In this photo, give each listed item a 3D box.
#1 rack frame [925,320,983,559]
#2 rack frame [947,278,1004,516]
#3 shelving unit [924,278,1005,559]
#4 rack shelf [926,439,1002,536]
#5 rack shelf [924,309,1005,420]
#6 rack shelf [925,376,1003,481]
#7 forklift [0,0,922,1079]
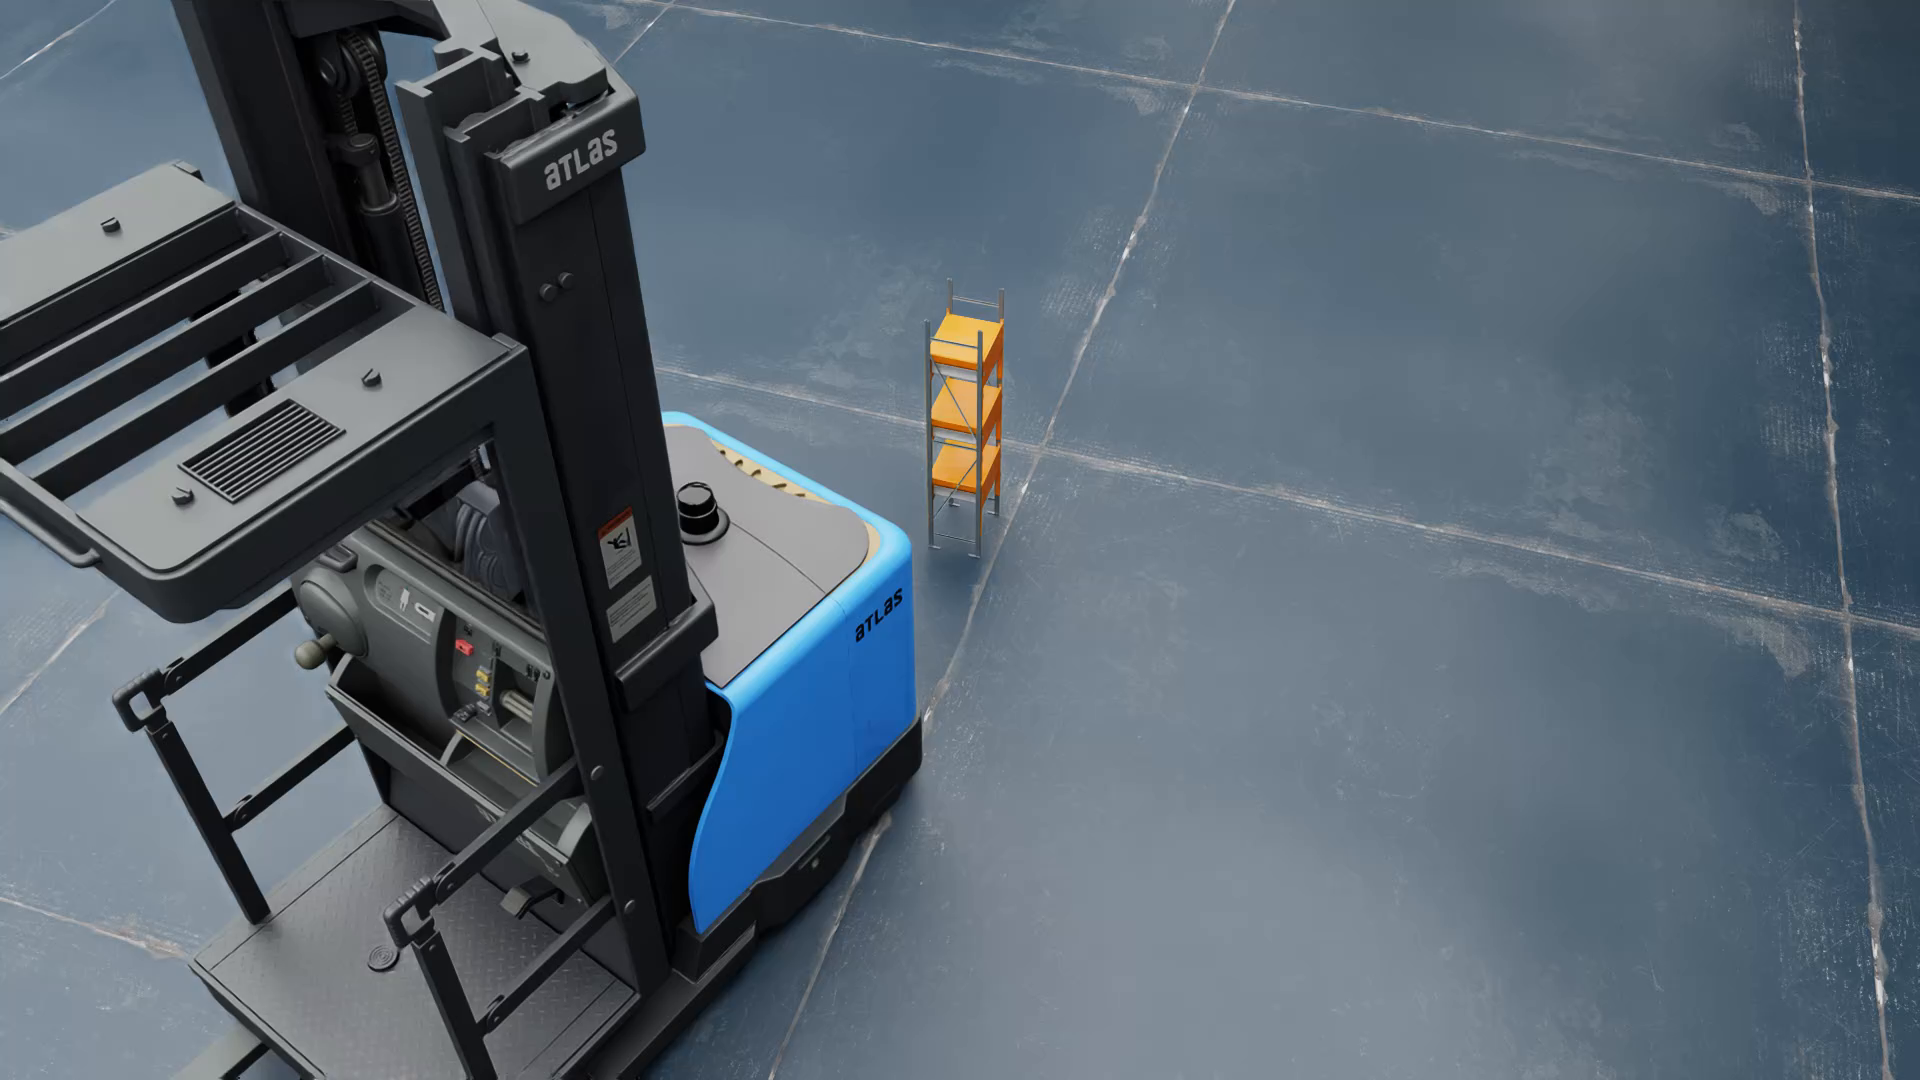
[{"bbox_3d":[-0.021,-0.330,5.836,0.200,1.050,0.008,13,46,12],"label":"rack frame"},{"bbox_3d":[0.053,-0.492,6.002,0.200,1.050,0.008,13,46,12],"label":"rack frame"},{"bbox_3d":[0.016,-0.411,5.919,0.215,1.050,0.252,13,46,12],"label":"shelving unit"},{"bbox_3d":[0.016,-0.205,6.121,0.215,0.259,0.240,13,46,12],"label":"rack shelf"},{"bbox_3d":[0.016,-0.606,5.728,0.215,0.259,0.240,13,46,12],"label":"rack shelf"},{"bbox_3d":[0.016,-0.403,5.927,0.215,0.259,0.240,13,46,12],"label":"rack shelf"},{"bbox_3d":[-1.411,0.322,3.825,1.130,2.935,3.031,28,51,25],"label":"forklift"}]
